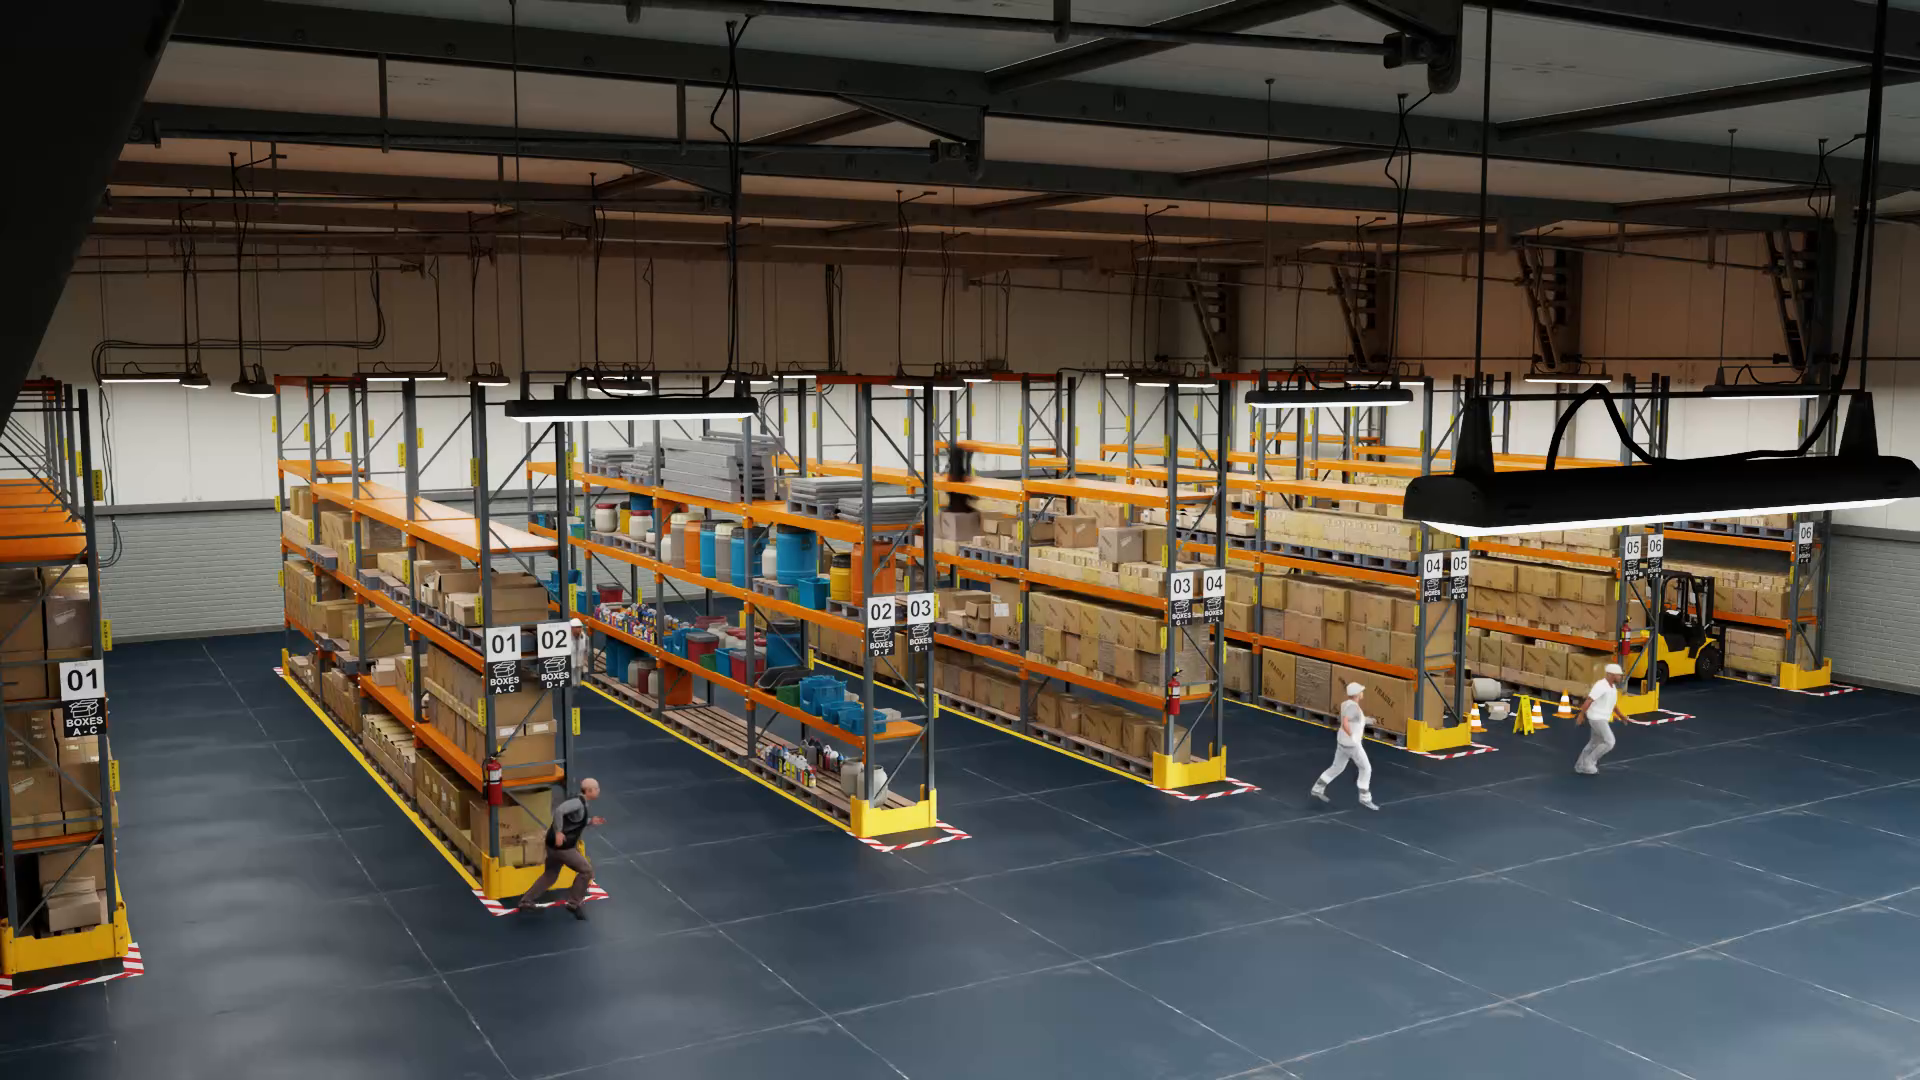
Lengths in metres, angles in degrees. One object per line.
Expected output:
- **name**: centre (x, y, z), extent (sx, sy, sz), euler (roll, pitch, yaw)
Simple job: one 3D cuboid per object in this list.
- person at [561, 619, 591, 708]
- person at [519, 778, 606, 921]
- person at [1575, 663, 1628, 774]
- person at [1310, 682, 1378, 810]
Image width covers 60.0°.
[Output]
- **person**: centre (-6.918, 2.239, 29.746), extent (0.660, 1.700, 0.728), euler (-5, 8, -38)
- **person**: centre (-4.484, 3.514, 18.710), extent (0.985, 1.656, 0.703), euler (-1, 6, -8)
- **person**: centre (9.727, 2.714, 25.227), extent (0.686, 1.716, 0.695), euler (4, 8, 34)
- **person**: centre (5.419, 2.893, 23.264), extent (0.938, 1.821, 0.723), euler (0, 6, -2)
